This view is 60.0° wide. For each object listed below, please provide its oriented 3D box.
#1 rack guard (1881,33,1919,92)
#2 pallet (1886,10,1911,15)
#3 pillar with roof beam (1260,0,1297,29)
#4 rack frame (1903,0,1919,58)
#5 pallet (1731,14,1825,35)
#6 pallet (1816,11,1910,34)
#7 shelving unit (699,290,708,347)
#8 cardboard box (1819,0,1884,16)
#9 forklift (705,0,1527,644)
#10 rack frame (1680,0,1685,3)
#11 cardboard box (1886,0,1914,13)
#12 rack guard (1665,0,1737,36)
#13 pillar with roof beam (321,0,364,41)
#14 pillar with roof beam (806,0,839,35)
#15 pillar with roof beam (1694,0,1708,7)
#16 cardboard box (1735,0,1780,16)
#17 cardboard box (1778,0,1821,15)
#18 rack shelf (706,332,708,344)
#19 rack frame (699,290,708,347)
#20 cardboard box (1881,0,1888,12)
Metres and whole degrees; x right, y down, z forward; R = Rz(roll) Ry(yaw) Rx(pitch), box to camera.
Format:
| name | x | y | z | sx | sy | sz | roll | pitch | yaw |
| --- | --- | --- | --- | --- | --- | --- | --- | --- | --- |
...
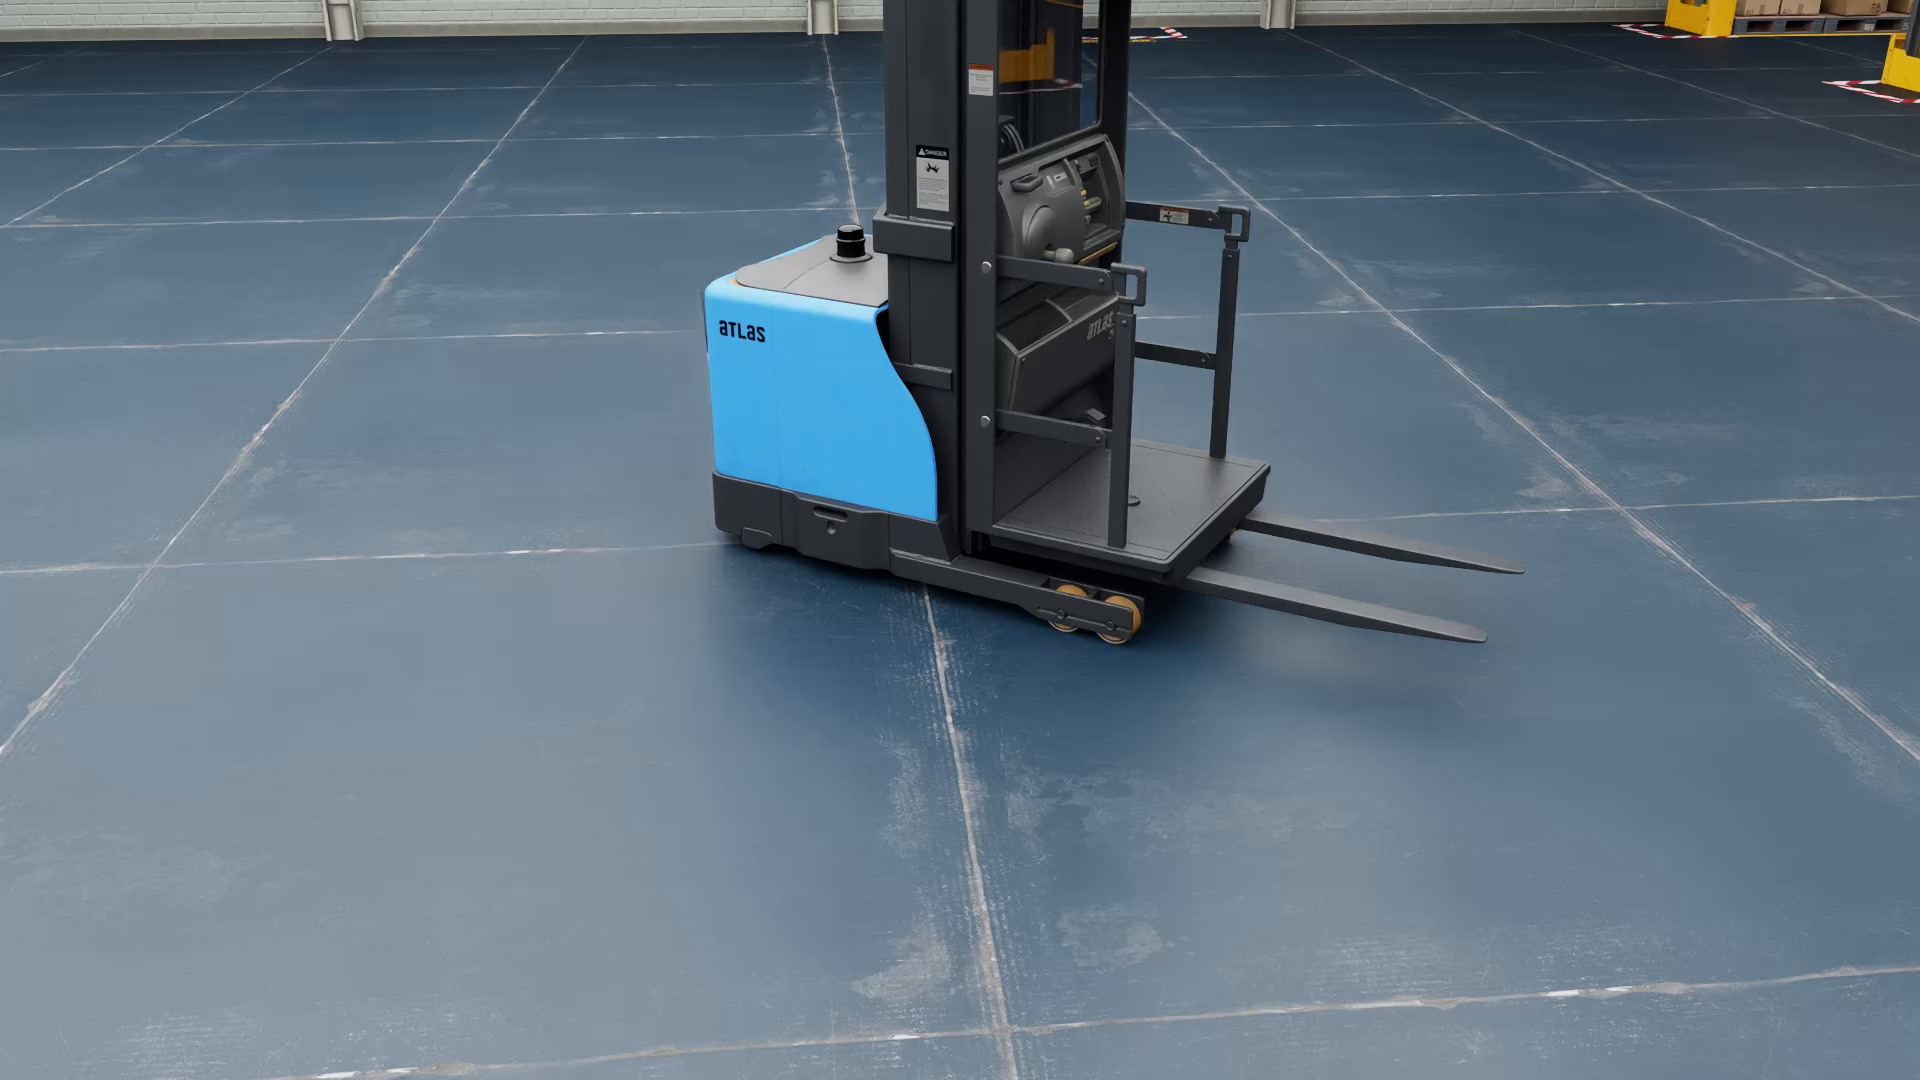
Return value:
| name | x | y | z | sx | sy | sz | roll | pitch | yaw |
| --- | --- | --- | --- | --- | --- | --- | --- | --- | --- |
| rack guard | 10.025 | -4.885 | 17.126 | 0.348 | 0.500 | 1.175 | -2 | 24 | -5 |
| pallet | 12.874 | -6.875 | 21.958 | 1.213 | 0.211 | 1.003 | -2 | 24 | -5 |
| pillar with roof beam | 4.622 | -9.170 | 16.302 | 0.400 | 9.000 | 9.100 | -2 | 24 | -5 |
| rack frame | 10.049 | -6.028 | 16.620 | 0.127 | 3.000 | 1.000 | -2 | 24 | -5 |
| pallet | 10.446 | -6.778 | 21.738 | 1.213 | 0.211 | 1.003 | -2 | 24 | -5 |
| pallet | 11.657 | -6.825 | 21.845 | 1.213 | 0.211 | 1.003 | -2 | 24 | -5 |
| shelving unit | -0.887 | -0.642 | 7.065 | 0.210 | 0.900 | 0.258 | 7 | 24 | 28 |
| cardboard box | 11.558 | -7.112 | 21.595 | 0.500 | 0.500 | 0.700 | -4 | 24 | -8 |
| forklift | 0.553 | -1.216 | 5.878 | 3.031 | 2.935 | 1.130 | 13 | 27 | 26 |
| rack frame | 9.559 | -8.031 | 21.124 | 0.127 | 3.000 | 1.000 | -2 | 24 | -5 |
| cardboard box | 12.510 | -7.191 | 21.772 | 0.500 | 0.500 | 0.500 | -4 | 24 | -9 |
| rack guard | 9.634 | -6.891 | 21.639 | 0.348 | 0.500 | 1.175 | -2 | 24 | -5 |
| pillar with roof beam | -7.320 | -8.691 | 15.224 | 0.400 | 9.000 | 9.100 | -2 | 24 | -5 |
| pillar with roof beam | -1.349 | -8.930 | 15.763 | 0.400 | 9.000 | 9.100 | -2 | 24 | -5 |
| pillar with roof beam | 10.593 | -9.410 | 16.841 | 0.400 | 9.000 | 9.100 | -2 | 24 | -5 |
| cardboard box | 10.256 | -6.994 | 21.562 | 0.500 | 0.311 | 0.500 | -5 | 24 | -11 |
| cardboard box | 10.823 | -7.017 | 21.613 | 0.500 | 0.311 | 0.500 | 0 | 24 | -1 |
| rack shelf | -0.908 | -0.862 | 6.980 | 0.200 | 0.077 | 0.258 | 7 | 24 | 28 |
| rack frame | -0.976 | -0.652 | 7.113 | 0.006 | 0.900 | 0.240 | 7 | 24 | 28 |
| cardboard box | 11.946 | -7.033 | 21.848 | 0.250 | 0.149 | 0.380 | -4 | 24 | -9 |
